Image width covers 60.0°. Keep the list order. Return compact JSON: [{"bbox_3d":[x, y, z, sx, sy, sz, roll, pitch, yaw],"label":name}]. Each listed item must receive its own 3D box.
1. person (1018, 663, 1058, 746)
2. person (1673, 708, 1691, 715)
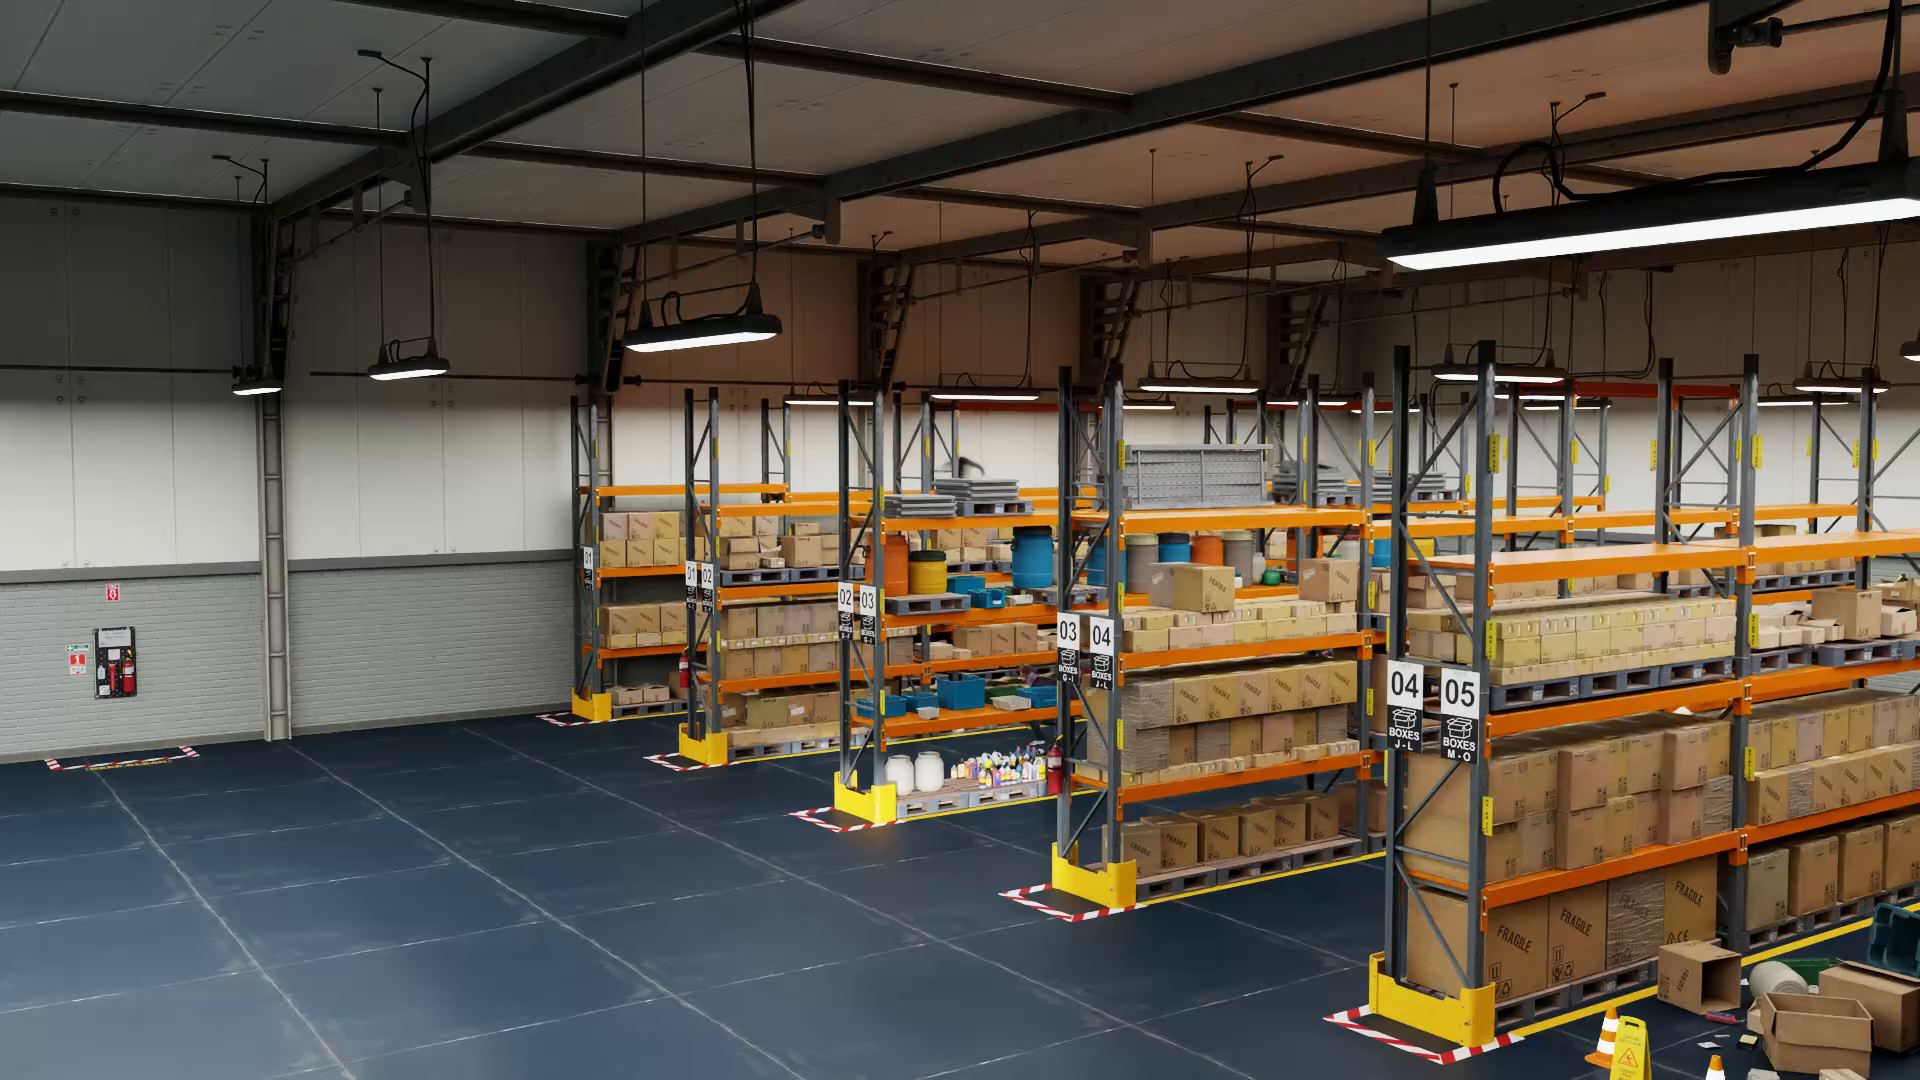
[{"bbox_3d":[1.430,2.770,28.183,0.967,1.417,0.534,-2,4,-27],"label":"person"},{"bbox_3d":[9.519,3.031,21.847,0.529,1.683,0.719,0,3,-5],"label":"person"}]
